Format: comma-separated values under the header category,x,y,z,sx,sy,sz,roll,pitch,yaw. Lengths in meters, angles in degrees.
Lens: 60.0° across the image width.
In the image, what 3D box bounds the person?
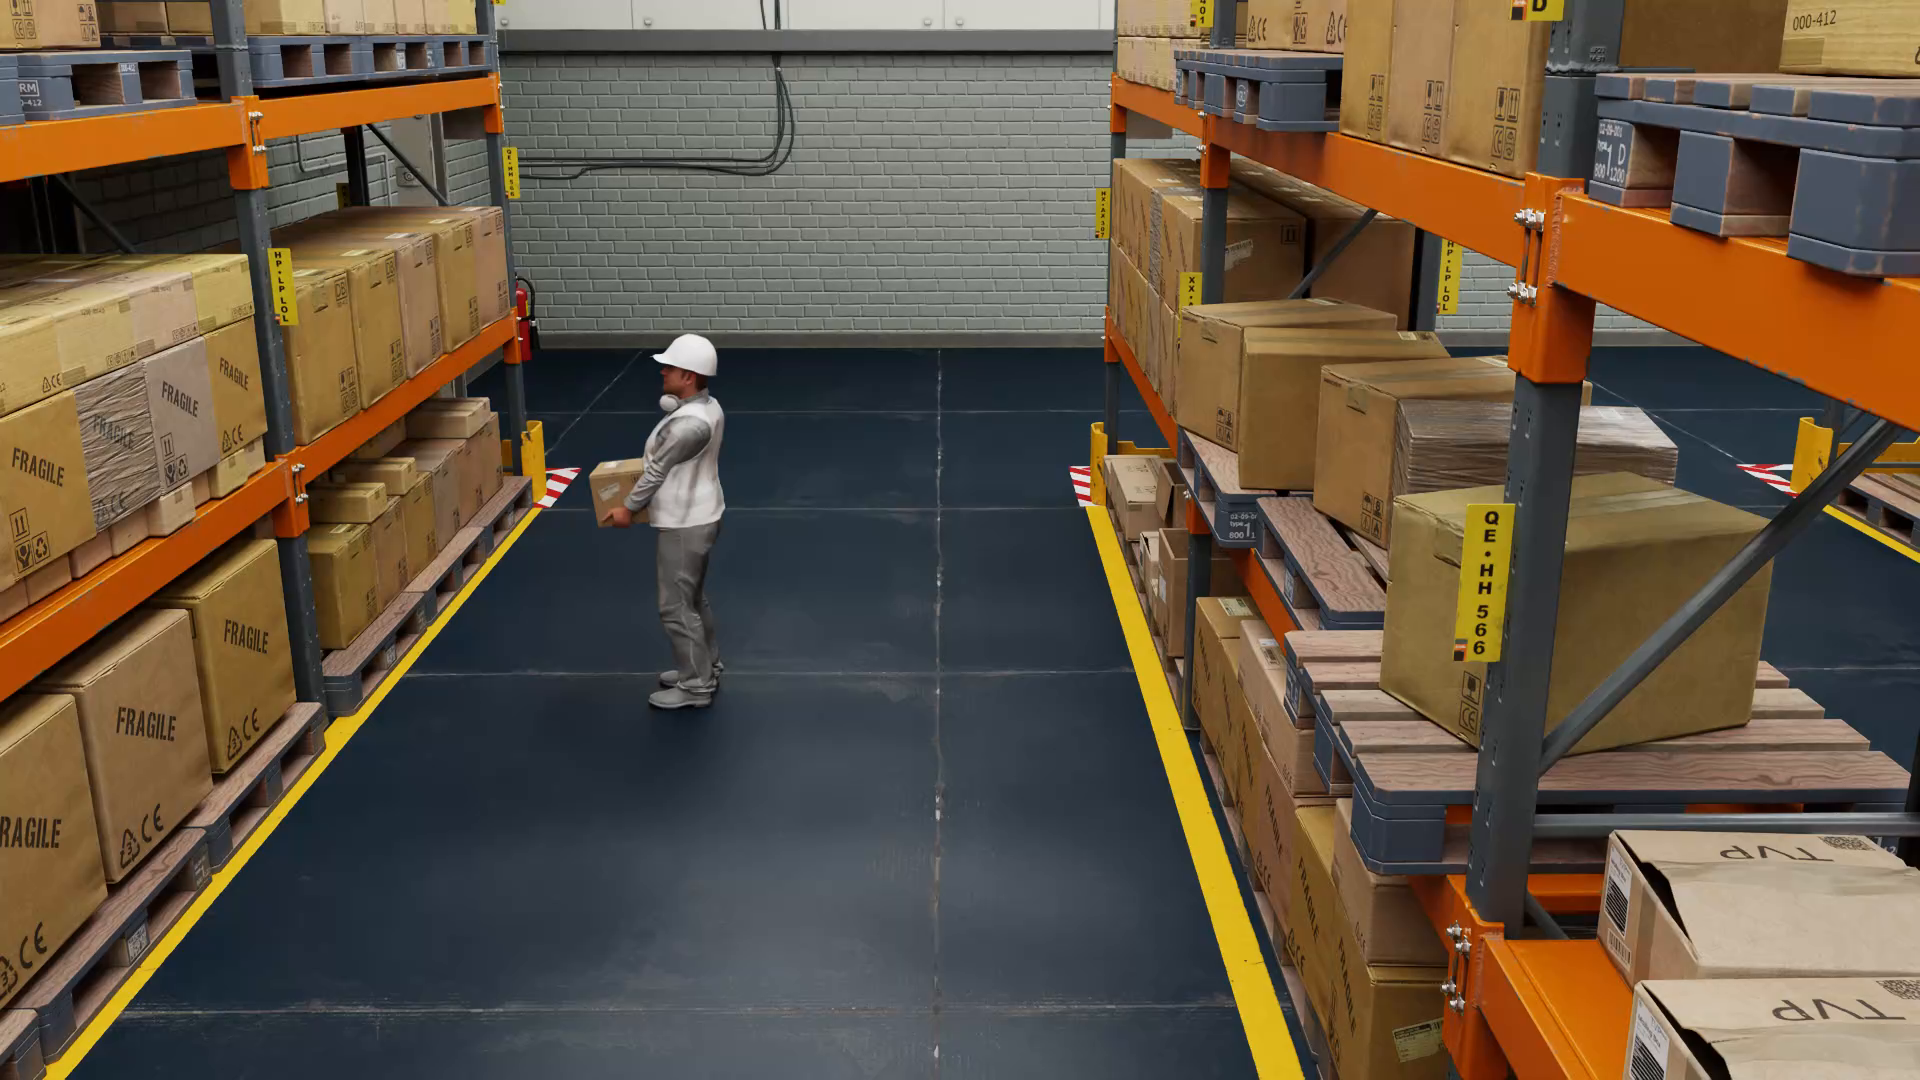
category,x,y,z,sx,sy,sz,roll,pitch,yaw
person,-1.379,-0.088,7.801,0.550,1.762,0.494,0,17,0
